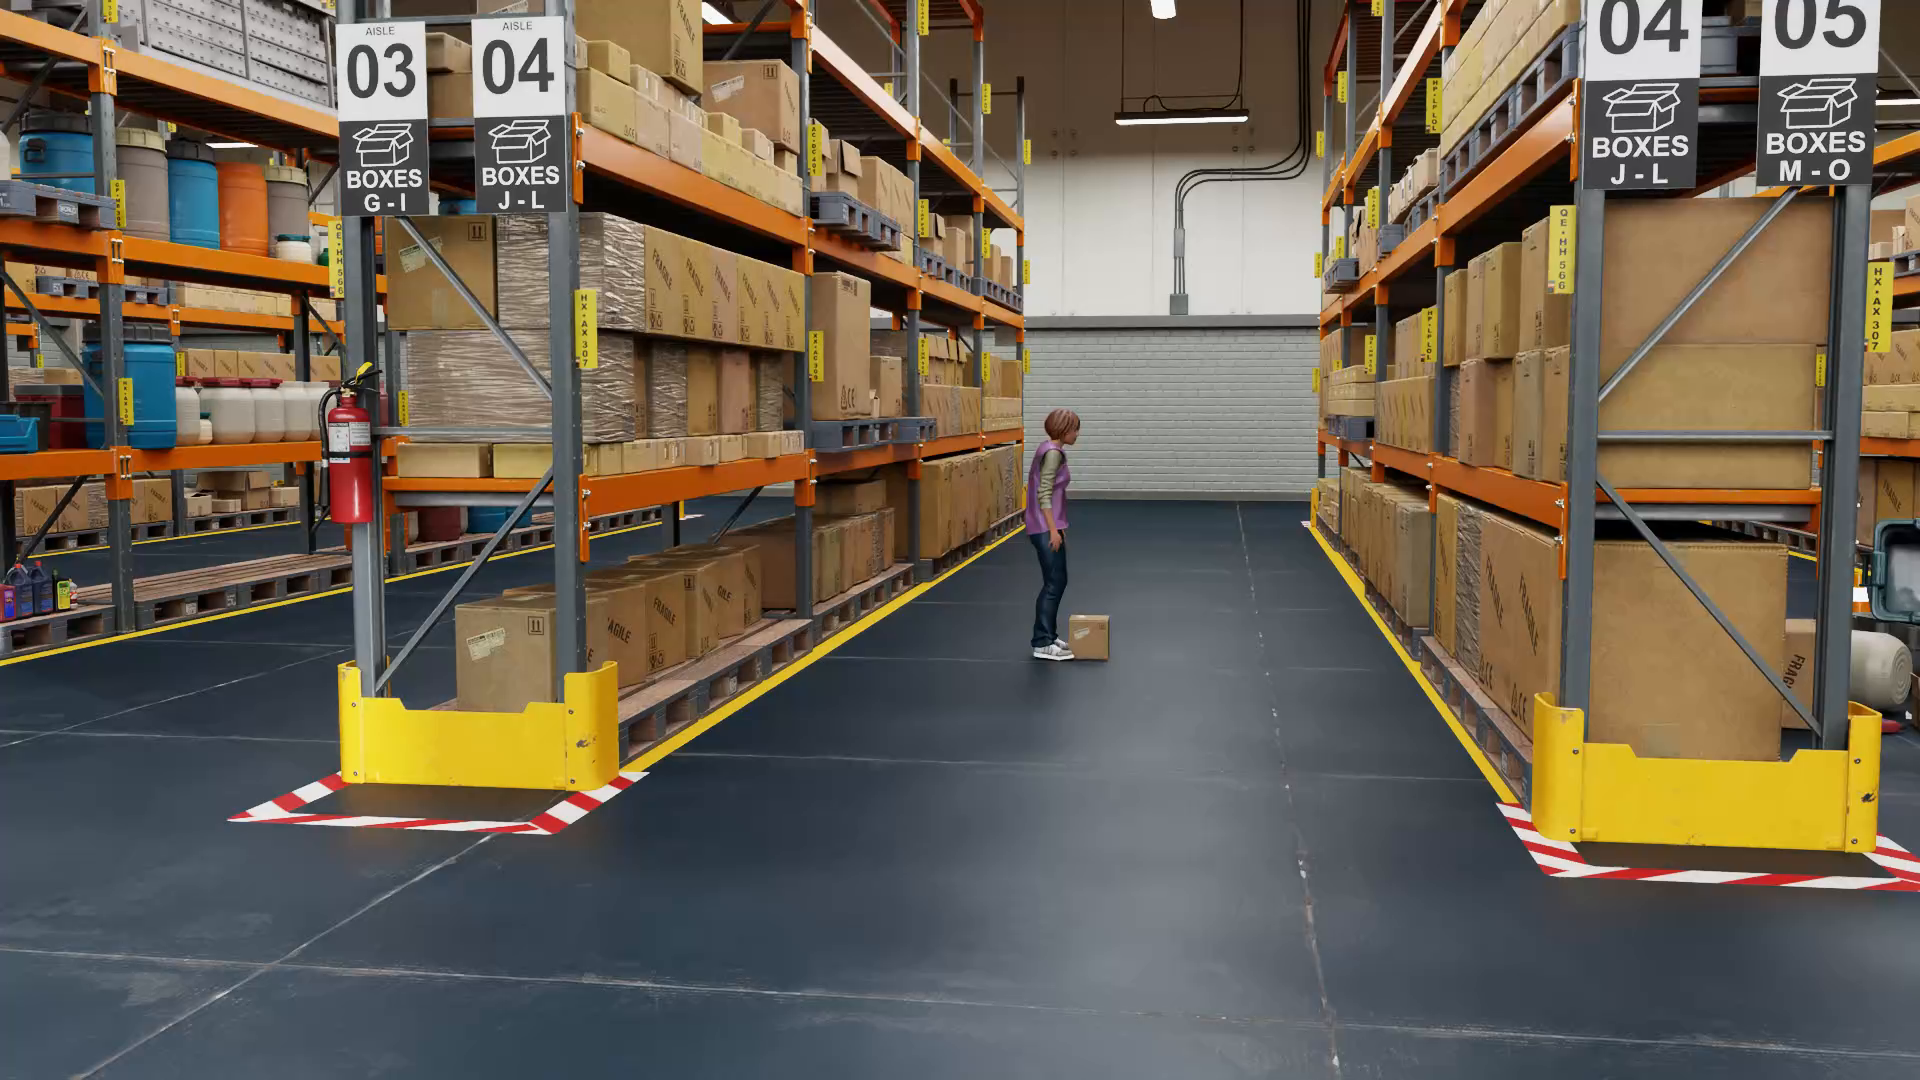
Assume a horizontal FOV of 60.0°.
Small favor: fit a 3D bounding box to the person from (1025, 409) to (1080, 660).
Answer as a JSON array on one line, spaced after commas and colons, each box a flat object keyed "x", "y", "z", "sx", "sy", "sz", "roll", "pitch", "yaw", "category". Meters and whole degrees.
[{"x": 0.593, "y": -0.046, "z": 10.689, "sx": 0.346, "sy": 1.593, "sz": 0.464, "roll": 1, "pitch": 5, "yaw": 8, "category": "person"}]
